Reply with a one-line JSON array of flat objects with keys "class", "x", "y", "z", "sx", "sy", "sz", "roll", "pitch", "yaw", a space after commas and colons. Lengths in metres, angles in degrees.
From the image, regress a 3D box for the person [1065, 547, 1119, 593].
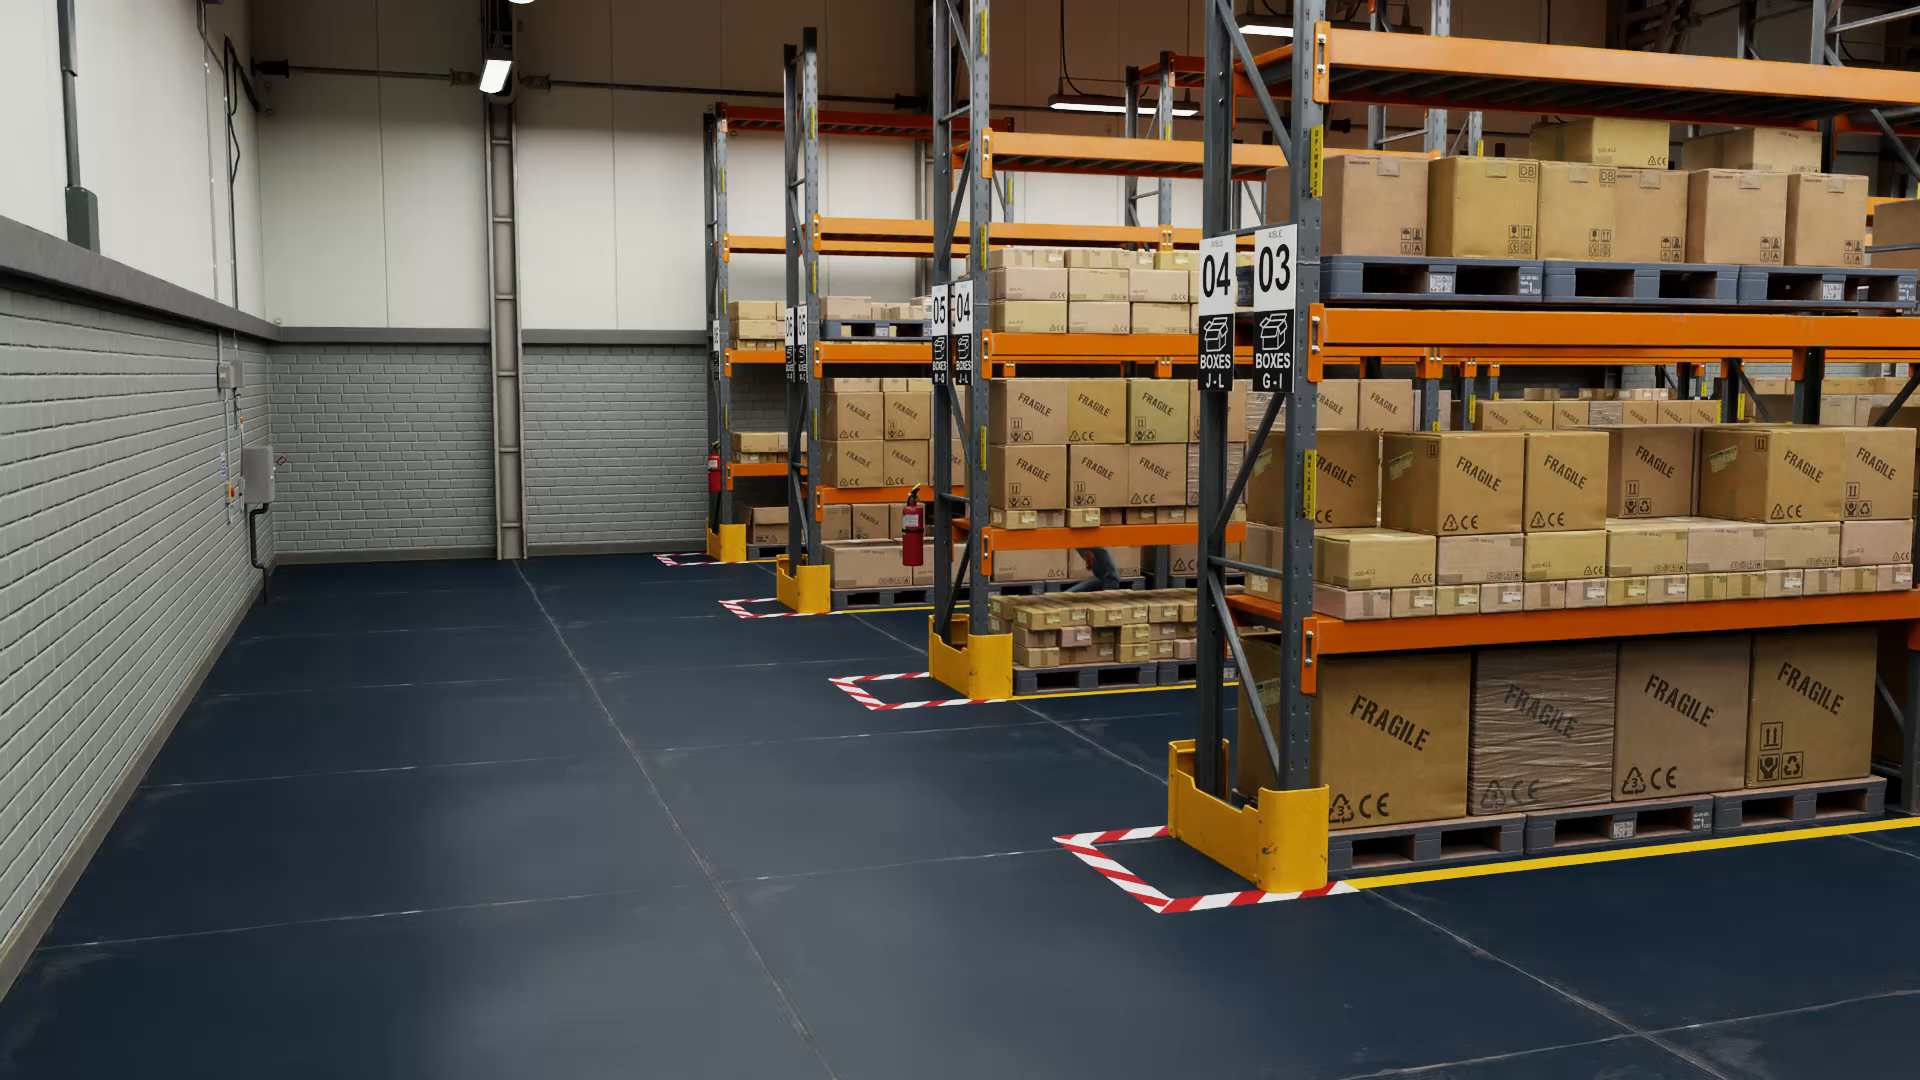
[{"class": "person", "x": 1.365, "y": 0.027, "z": 16.272, "sx": 0.837, "sy": 1.701, "sz": 0.641, "roll": 0, "pitch": 6, "yaw": 1}]
